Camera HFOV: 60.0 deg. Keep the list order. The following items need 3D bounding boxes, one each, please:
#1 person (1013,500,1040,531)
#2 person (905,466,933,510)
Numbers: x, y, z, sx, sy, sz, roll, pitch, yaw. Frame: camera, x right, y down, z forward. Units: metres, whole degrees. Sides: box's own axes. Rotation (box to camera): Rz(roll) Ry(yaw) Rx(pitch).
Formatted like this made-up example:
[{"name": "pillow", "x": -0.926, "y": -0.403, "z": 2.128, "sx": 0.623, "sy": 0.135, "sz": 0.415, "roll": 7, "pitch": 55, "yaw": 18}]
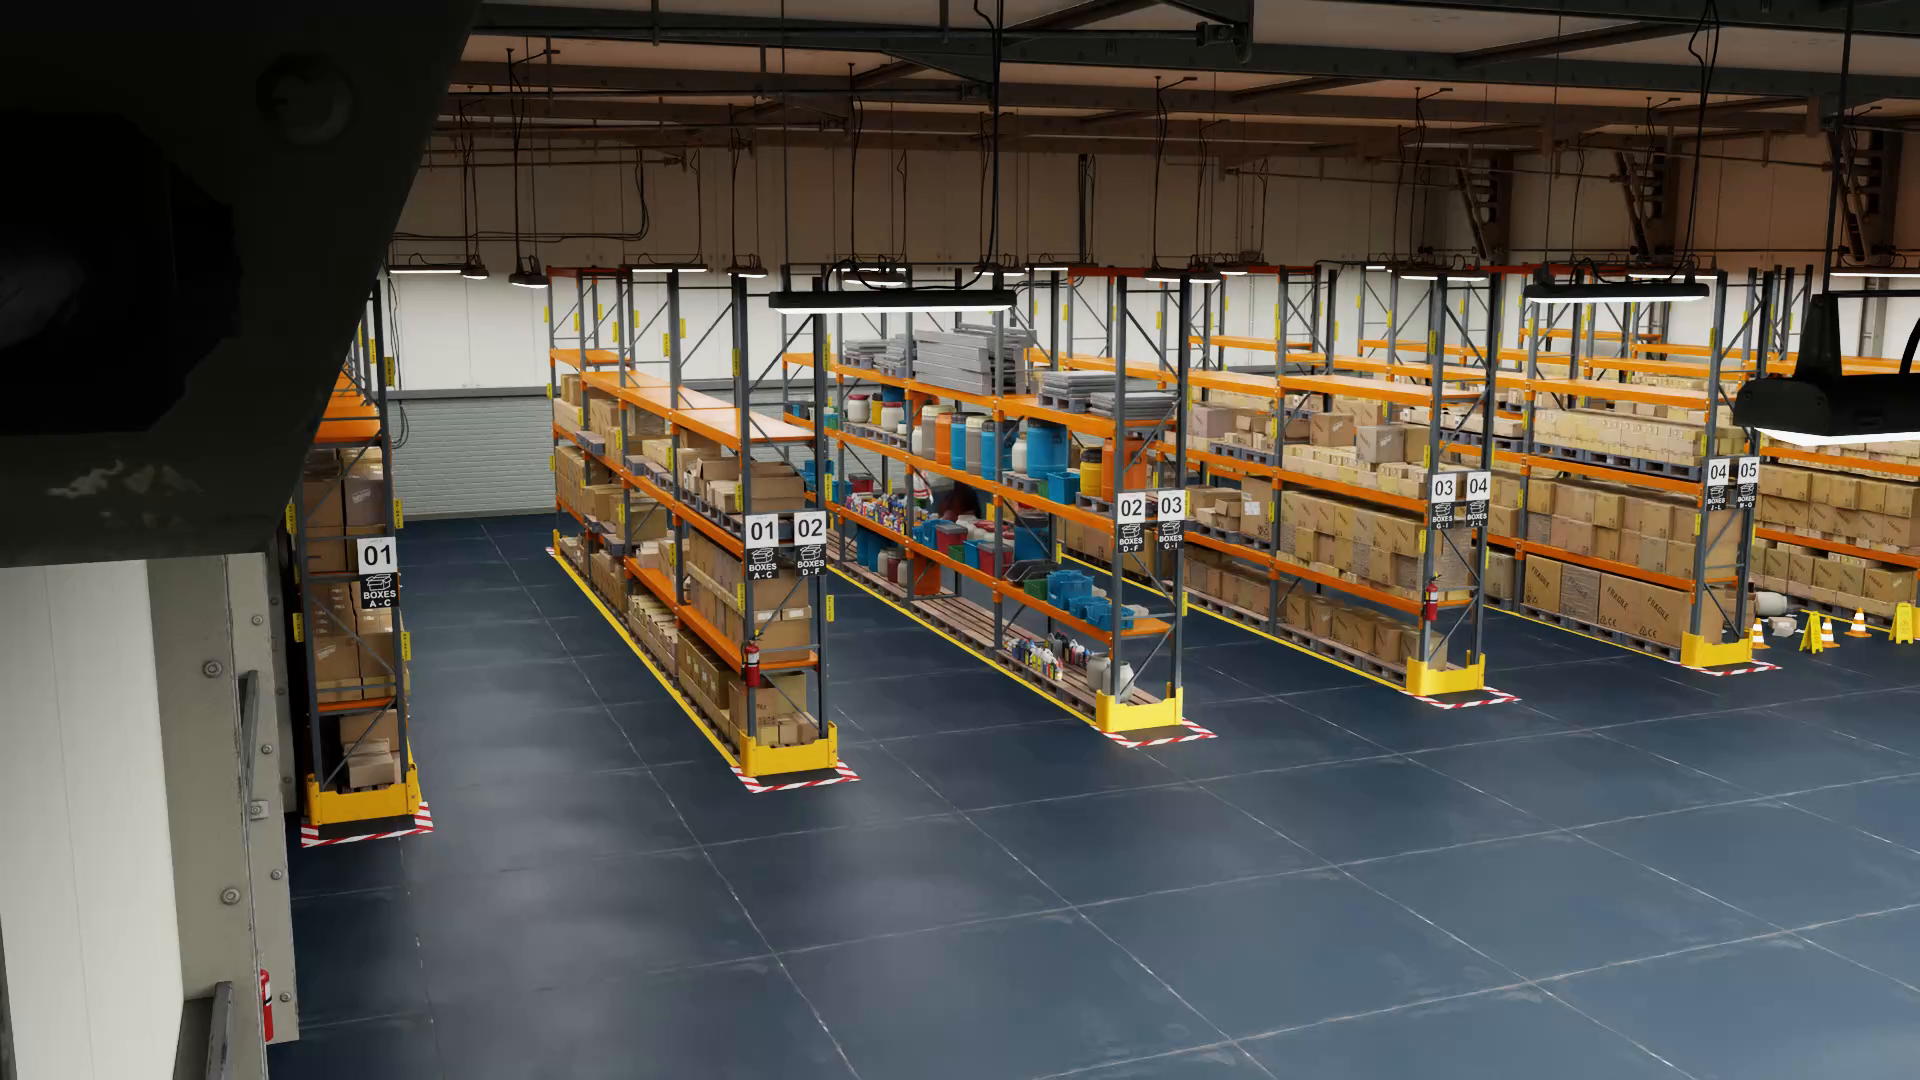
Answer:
[{"name": "person", "x": 1.360, "y": -0.537, "z": 33.434, "sx": 0.610, "sy": 1.669, "sz": 0.995, "roll": -5, "pitch": 11, "yaw": -27}, {"name": "person", "x": -0.883, "y": -0.924, "z": 36.788, "sx": 0.558, "sy": 1.731, "sz": 1.063, "roll": -4, "pitch": 11, "yaw": -22}]
